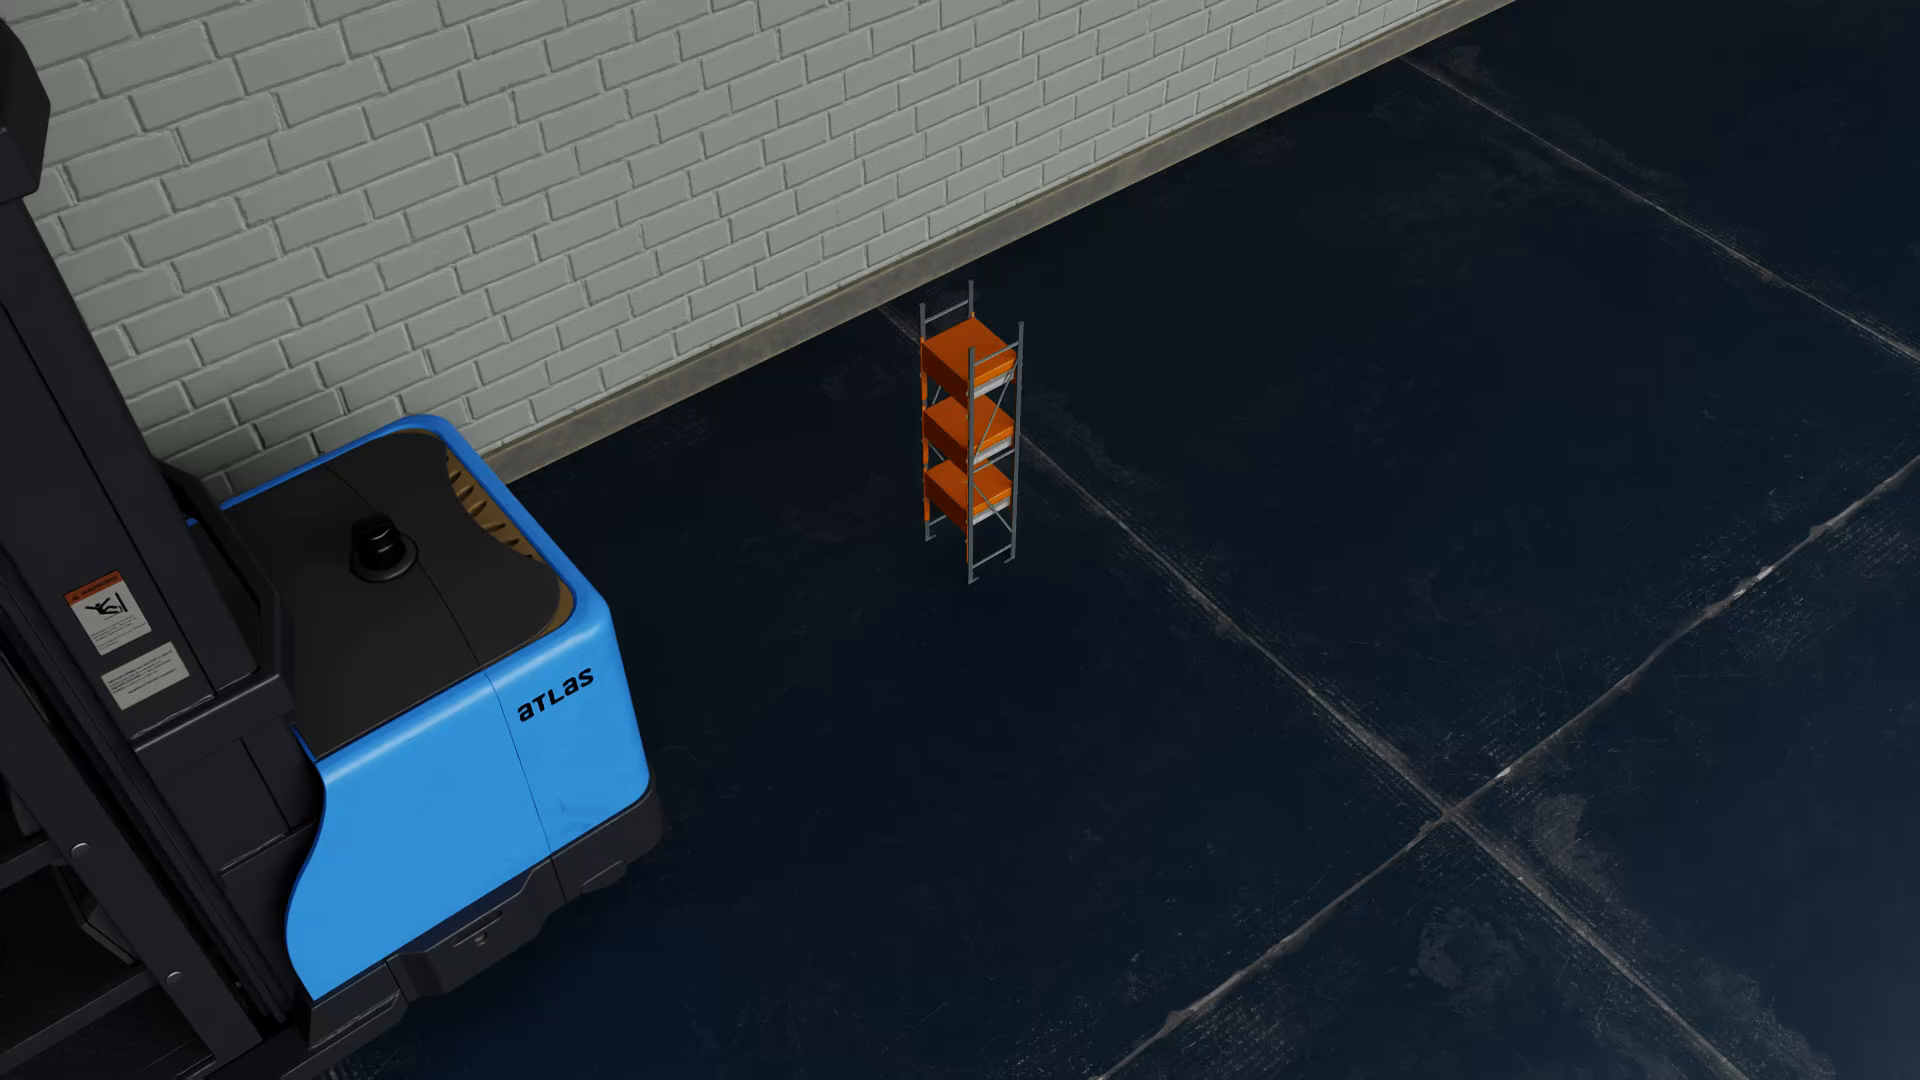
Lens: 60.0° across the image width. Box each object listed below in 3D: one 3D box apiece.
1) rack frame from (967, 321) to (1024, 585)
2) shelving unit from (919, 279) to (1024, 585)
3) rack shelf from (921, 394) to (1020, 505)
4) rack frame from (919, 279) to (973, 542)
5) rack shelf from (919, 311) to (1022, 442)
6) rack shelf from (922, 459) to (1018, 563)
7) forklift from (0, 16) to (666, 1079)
[{"bbox_3d":[0.106,-0.249,5.267,0.200,1.050,0.008,-29,54,-24],"label":"rack frame"},{"bbox_3d":[0.032,-0.321,5.332,0.215,1.050,0.252,-29,54,-24],"label":"shelving unit"},{"bbox_3d":[0.032,-0.314,5.340,0.215,0.259,0.240,-29,54,-24],"label":"rack shelf"},{"bbox_3d":[-0.041,-0.393,5.398,0.200,1.050,0.008,-29,54,-24],"label":"rack frame"},{"bbox_3d":[0.032,-0.505,5.130,0.215,0.259,0.240,-29,54,-24],"label":"rack shelf"},{"bbox_3d":[0.032,-0.127,5.546,0.215,0.259,0.240,-29,54,-24],"label":"rack shelf"},{"bbox_3d":[-2.329,0.323,3.479,3.031,2.935,1.130,-31,55,-25],"label":"forklift"}]
